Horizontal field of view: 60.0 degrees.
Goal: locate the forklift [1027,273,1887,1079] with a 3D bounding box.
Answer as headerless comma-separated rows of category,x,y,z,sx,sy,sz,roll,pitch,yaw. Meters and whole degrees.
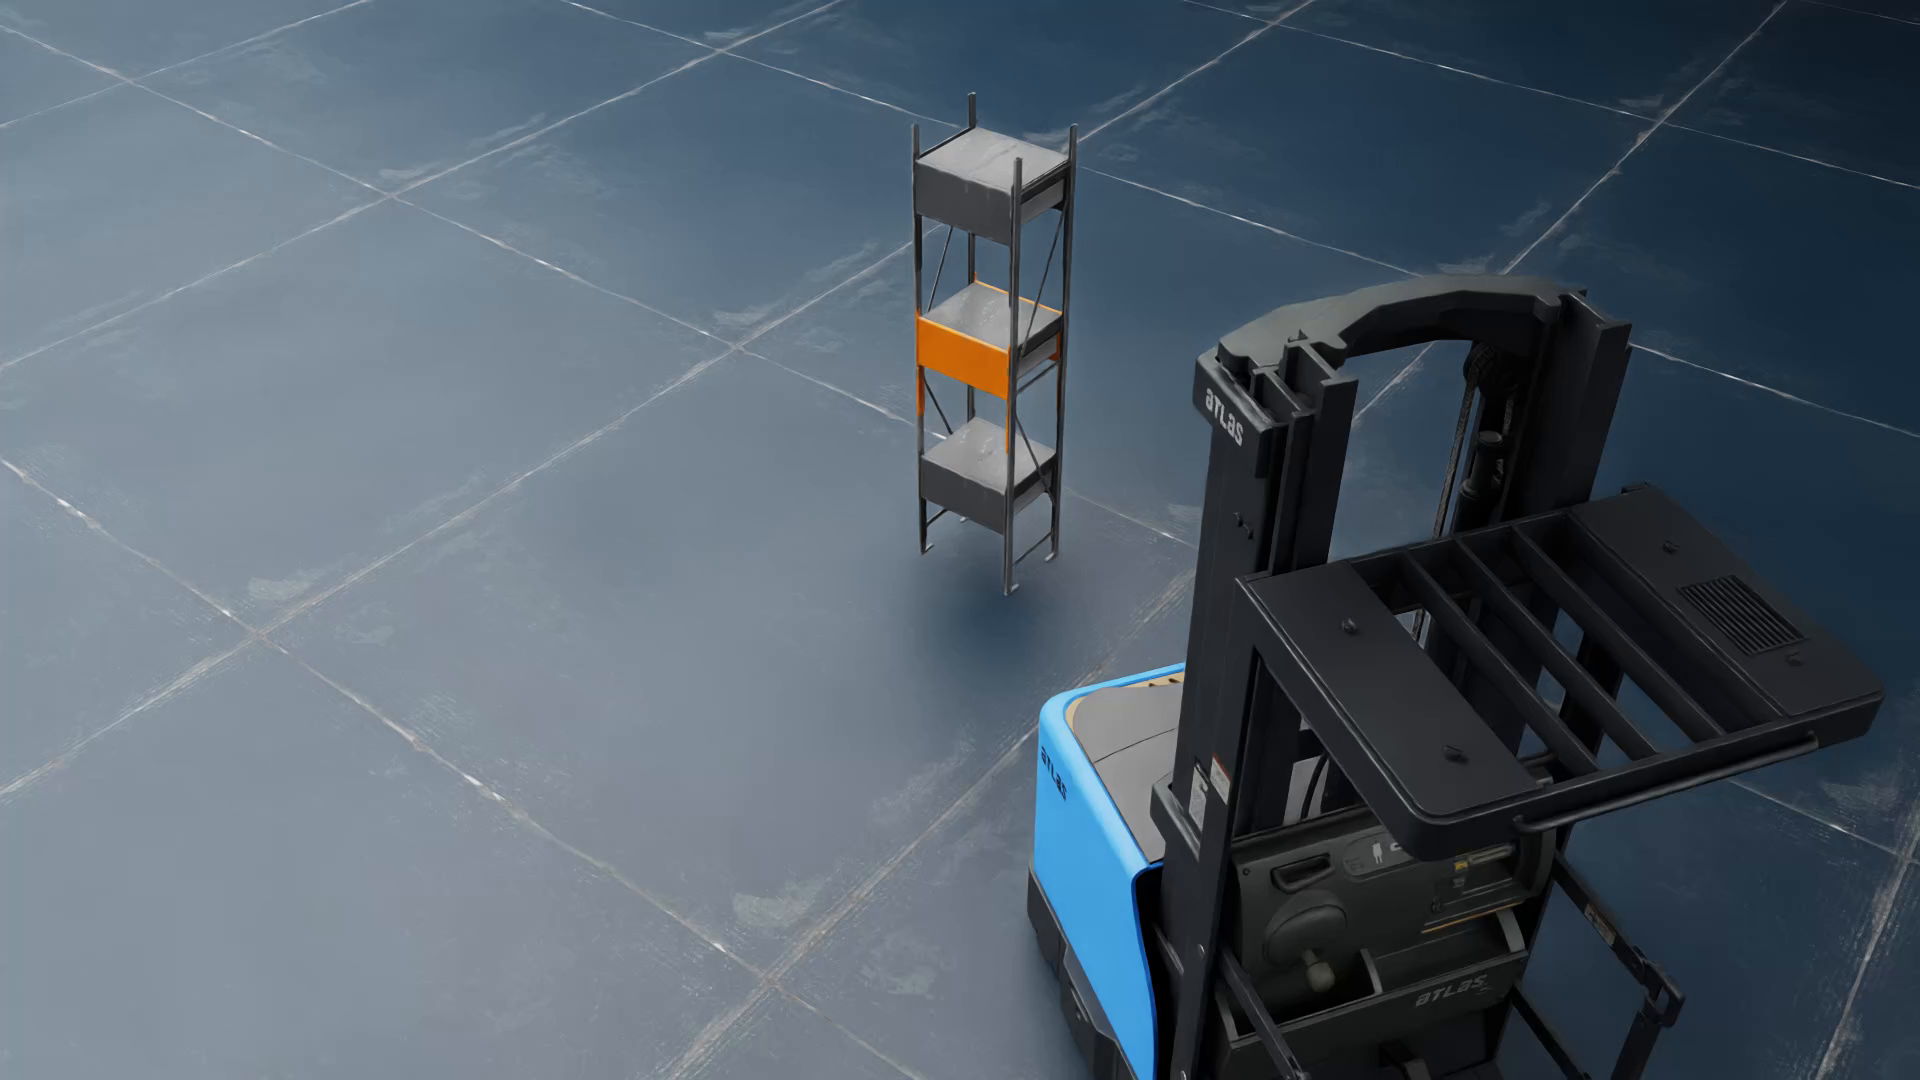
forklift,1.210,0.956,4.151,1.130,2.935,3.031,-12,40,-15

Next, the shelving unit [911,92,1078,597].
shelving unit,0.131,-0.765,7.024,0.503,2.100,0.431,25,45,29

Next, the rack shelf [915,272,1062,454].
rack shelf,0.131,-0.754,7.032,0.480,0.518,0.431,25,45,29

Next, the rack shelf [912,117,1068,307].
rack shelf,0.131,-1.305,6.600,0.480,0.518,0.431,25,45,29

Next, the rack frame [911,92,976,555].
rack frame,-0.062,-0.856,7.140,0.015,2.100,0.400,25,45,29

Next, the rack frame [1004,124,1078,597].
rack frame,0.325,-0.673,6.907,0.015,2.100,0.400,25,45,29

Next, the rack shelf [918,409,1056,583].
rack shelf,0.131,-0.203,7.463,0.480,0.518,0.431,25,45,29
